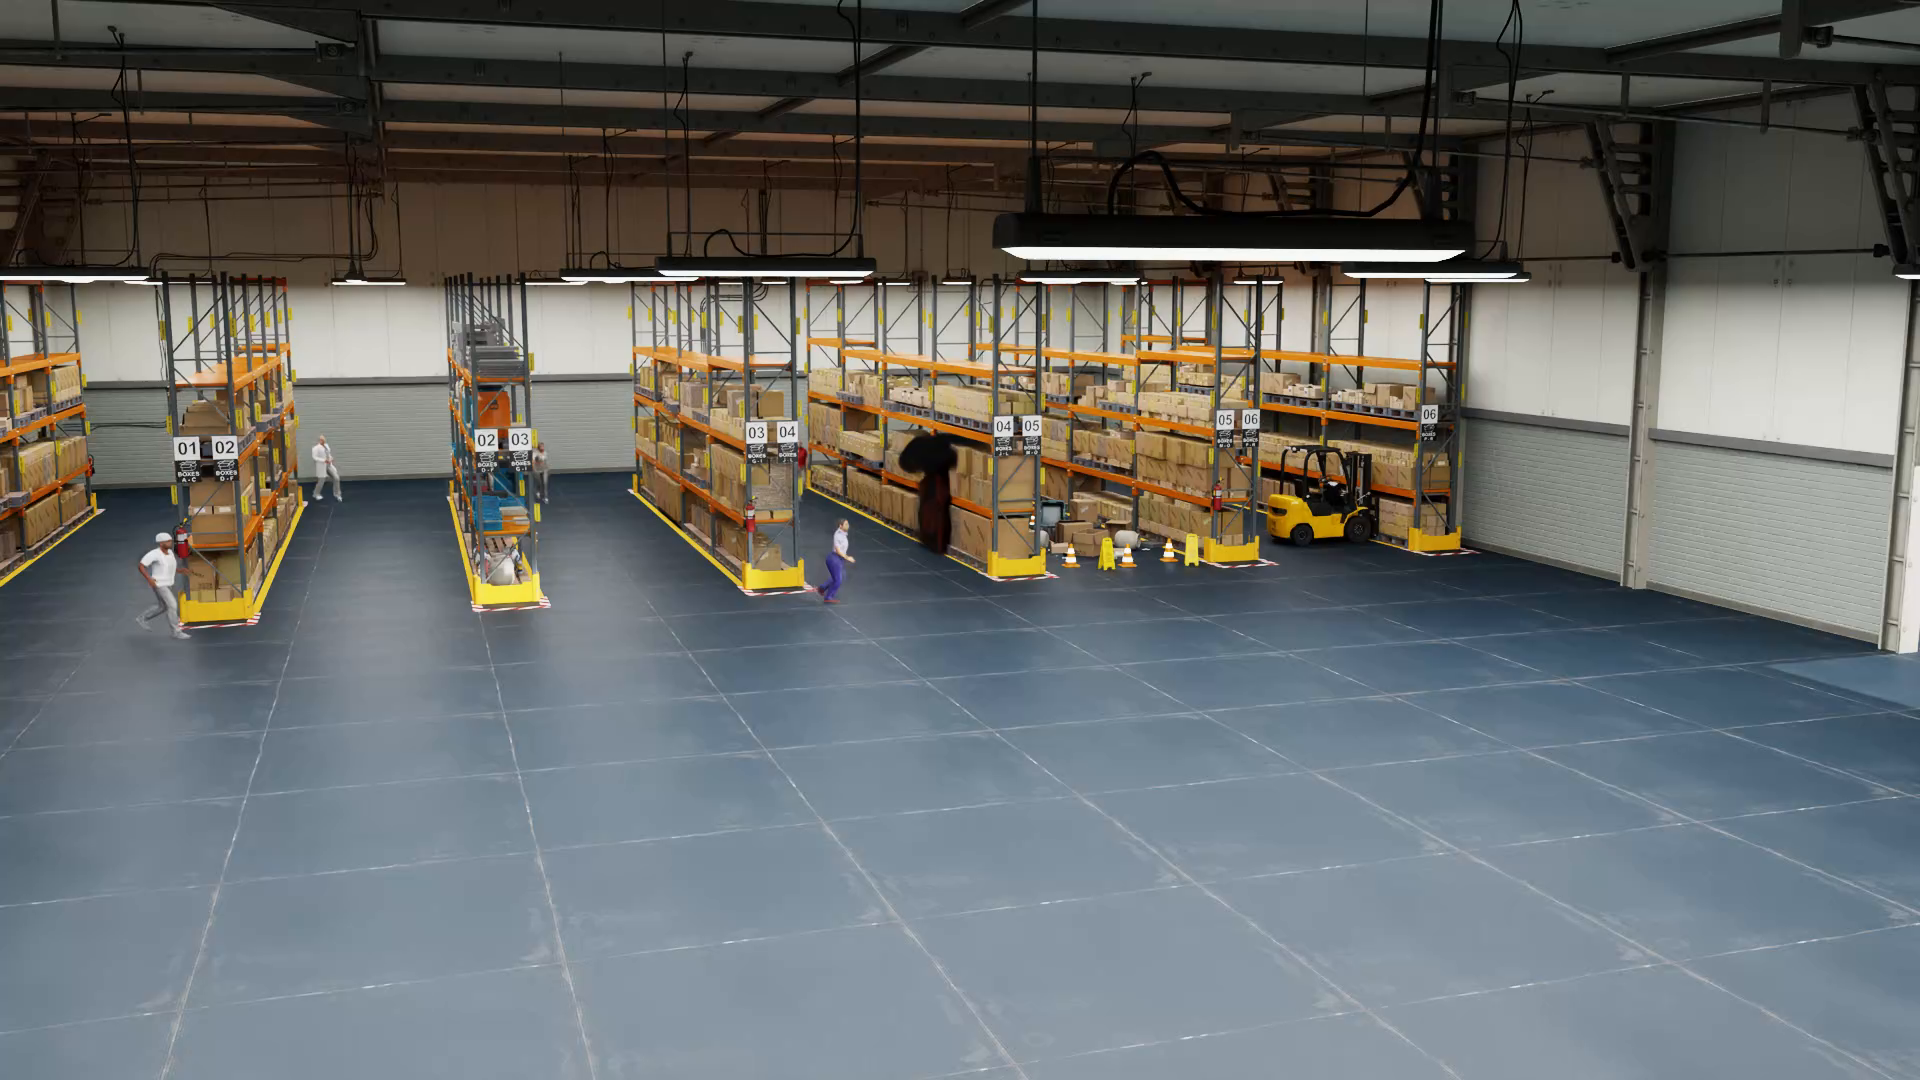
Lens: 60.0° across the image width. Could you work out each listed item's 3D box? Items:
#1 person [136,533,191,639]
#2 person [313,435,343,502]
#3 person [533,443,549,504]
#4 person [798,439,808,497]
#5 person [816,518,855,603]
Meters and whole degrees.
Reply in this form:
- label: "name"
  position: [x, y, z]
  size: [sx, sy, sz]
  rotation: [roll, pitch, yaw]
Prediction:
- label: "person"
  position: [-13.163, 0.751, 27.339]
  size: [0.963, 1.762, 0.674]
  rotation: [0, 9, 2]
- label: "person"
  position: [-17.204, -1.920, 44.972]
  size: [0.886, 1.826, 0.667]
  rotation: [5, 10, 28]
- label: "person"
  position: [-11.310, -1.819, 44.796]
  size: [0.527, 1.613, 0.818]
  rotation: [-6, 10, -33]
- label: "person"
  position: [-4.417, -1.956, 45.224]
  size: [0.676, 1.581, 0.574]
  rotation: [-5, 10, -29]
- label: "person"
  position: [-2.288, 0.380, 30.444]
  size: [0.738, 1.553, 0.588]
  rotation: [0, 9, 3]
